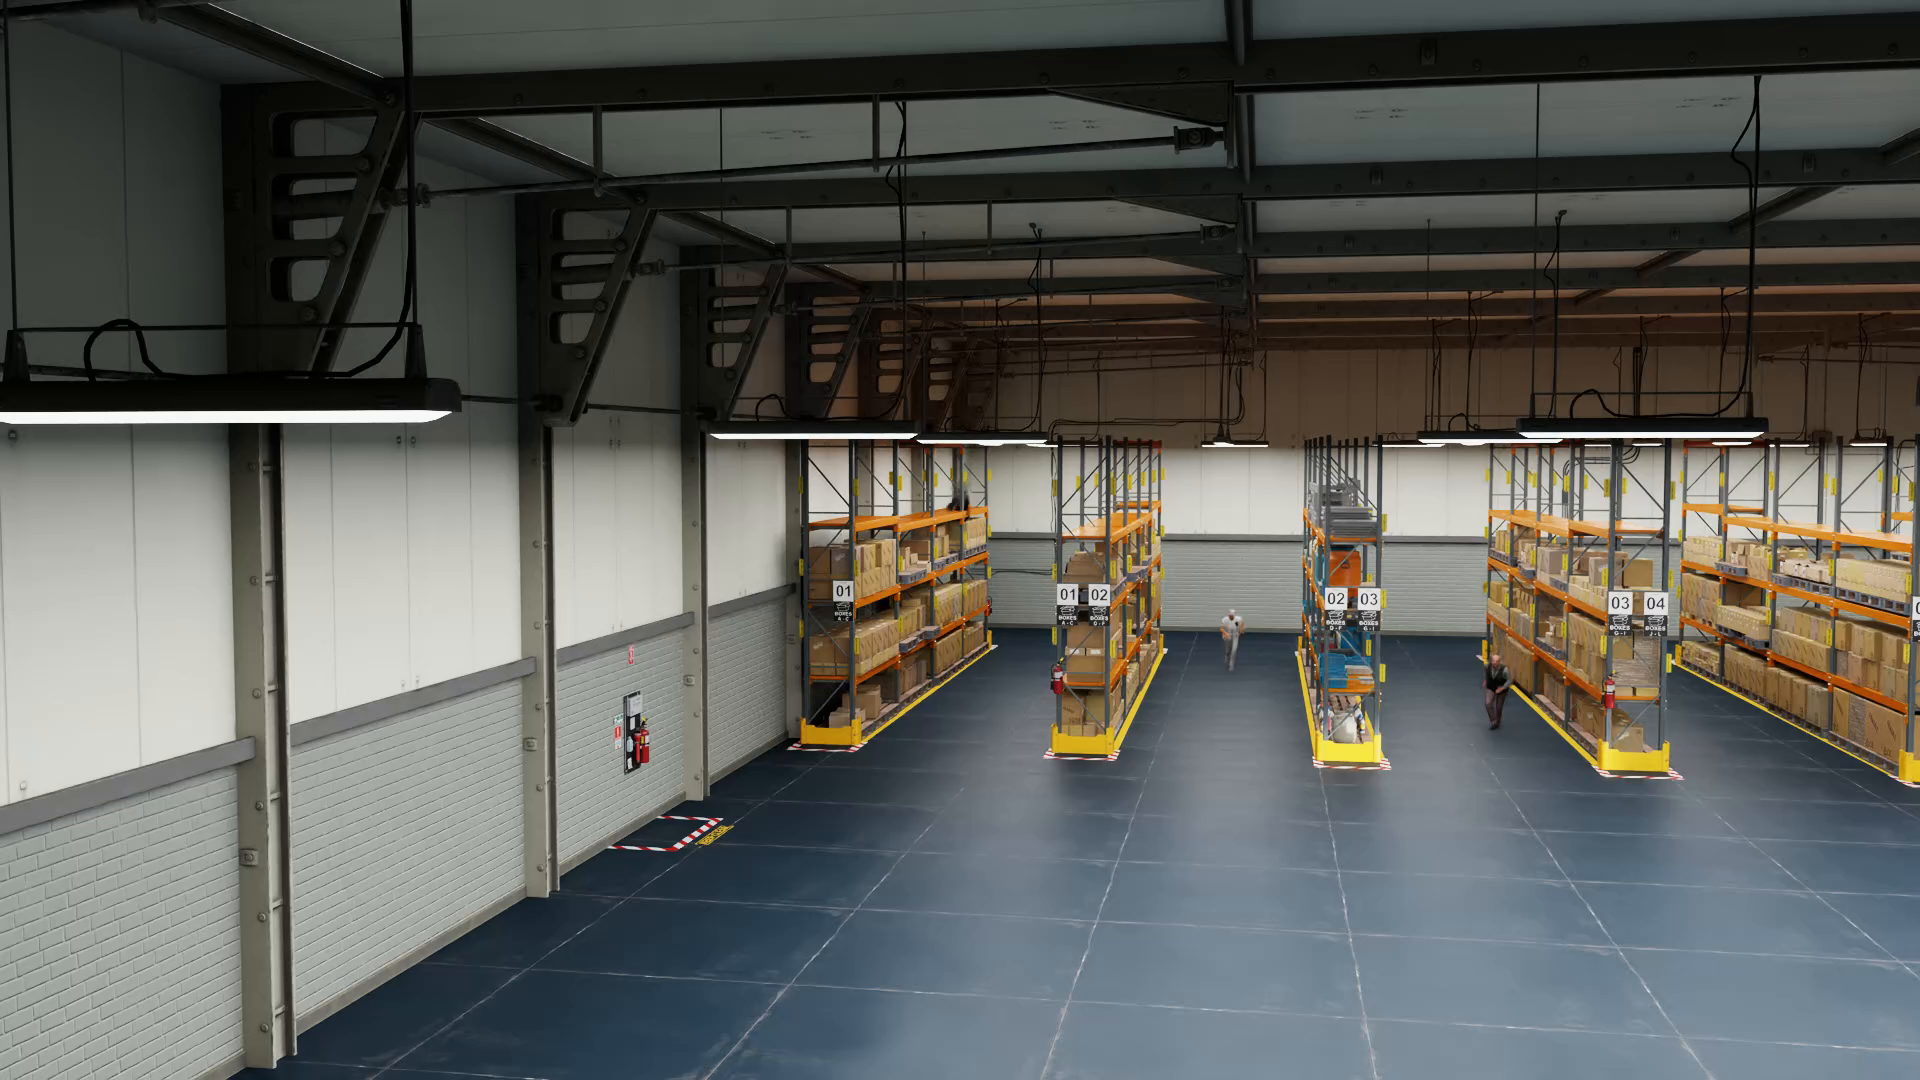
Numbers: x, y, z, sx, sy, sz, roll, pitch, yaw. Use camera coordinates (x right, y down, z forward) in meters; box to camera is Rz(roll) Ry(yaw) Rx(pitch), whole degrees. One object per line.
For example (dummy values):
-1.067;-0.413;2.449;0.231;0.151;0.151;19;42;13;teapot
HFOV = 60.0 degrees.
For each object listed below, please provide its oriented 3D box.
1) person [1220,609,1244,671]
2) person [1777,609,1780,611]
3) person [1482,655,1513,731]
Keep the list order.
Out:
7.104;2.596;43.564;0.629;1.631;0.996;0;3;-1;person
21.156;2.602;42.889;0.571;1.621;0.870;0;3;7;person
11.028;3.076;34.037;0.648;1.548;1.062;2;4;28;person
